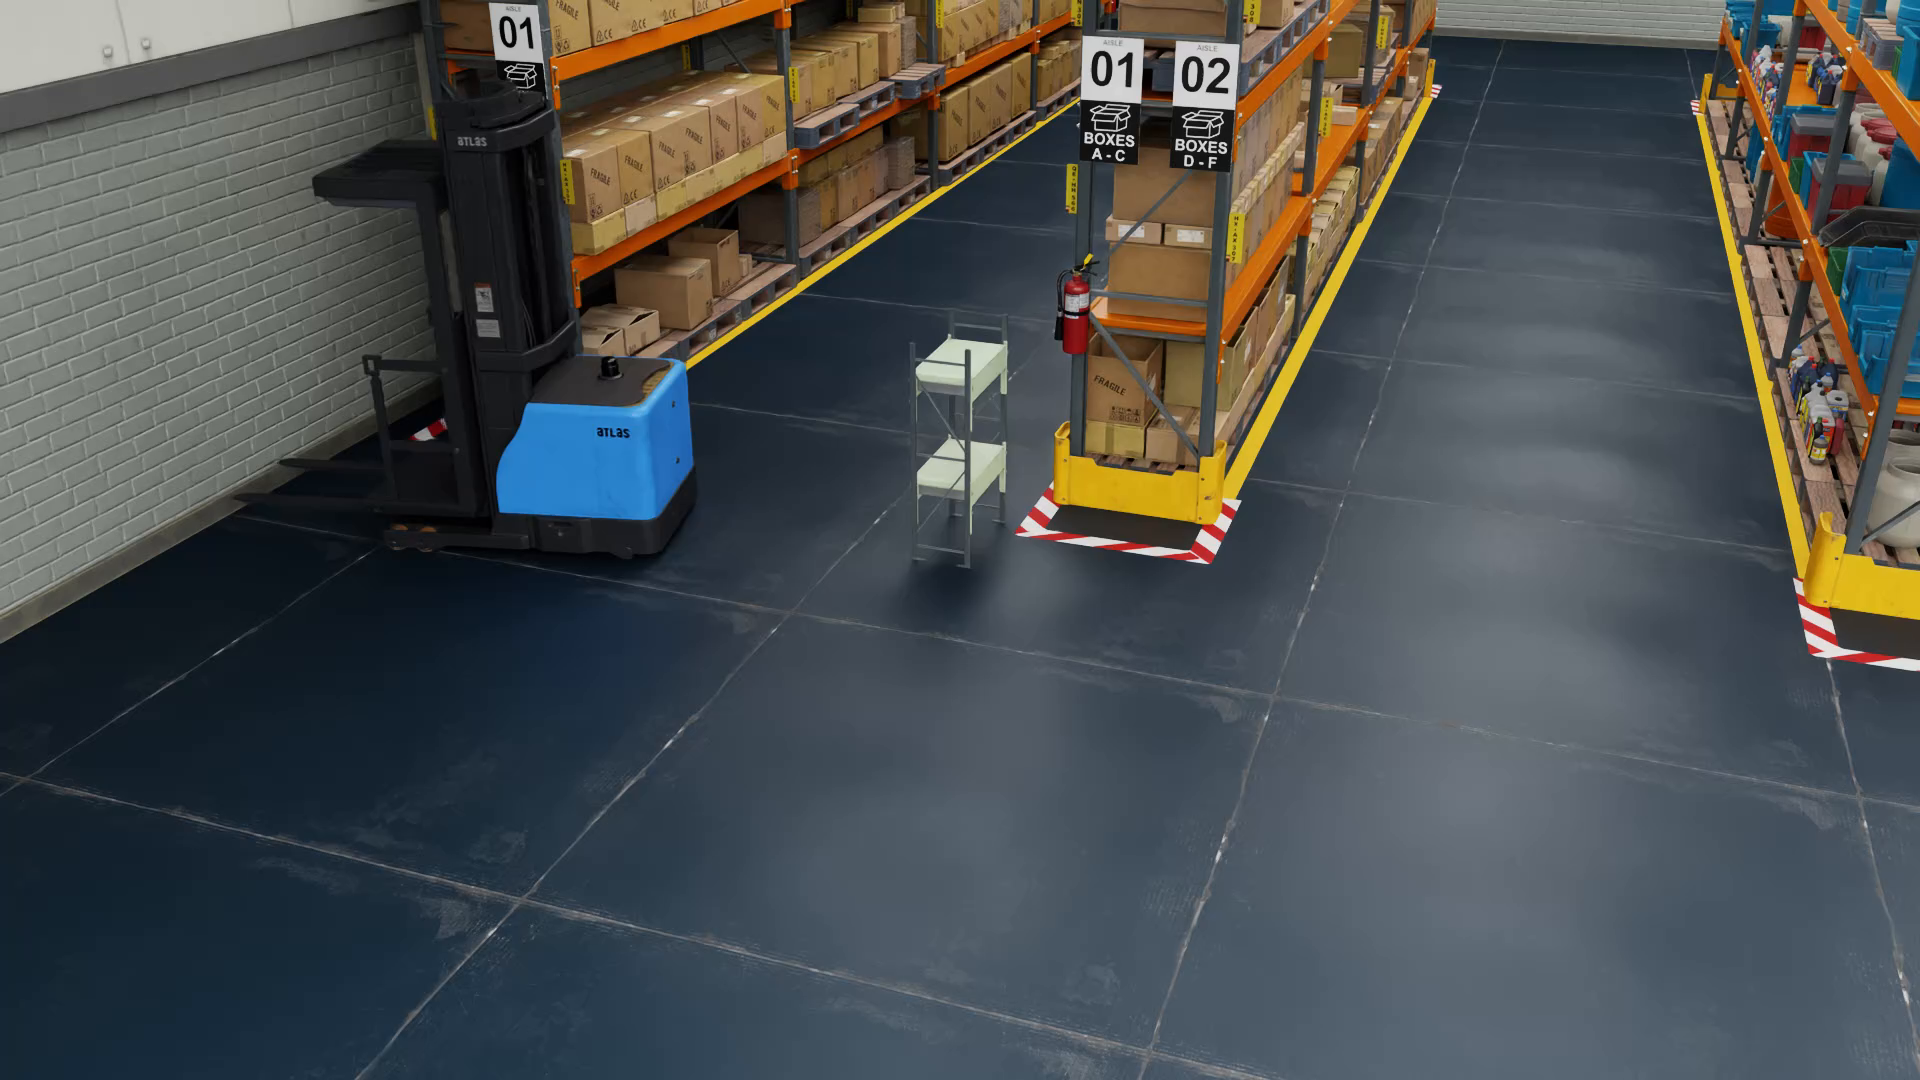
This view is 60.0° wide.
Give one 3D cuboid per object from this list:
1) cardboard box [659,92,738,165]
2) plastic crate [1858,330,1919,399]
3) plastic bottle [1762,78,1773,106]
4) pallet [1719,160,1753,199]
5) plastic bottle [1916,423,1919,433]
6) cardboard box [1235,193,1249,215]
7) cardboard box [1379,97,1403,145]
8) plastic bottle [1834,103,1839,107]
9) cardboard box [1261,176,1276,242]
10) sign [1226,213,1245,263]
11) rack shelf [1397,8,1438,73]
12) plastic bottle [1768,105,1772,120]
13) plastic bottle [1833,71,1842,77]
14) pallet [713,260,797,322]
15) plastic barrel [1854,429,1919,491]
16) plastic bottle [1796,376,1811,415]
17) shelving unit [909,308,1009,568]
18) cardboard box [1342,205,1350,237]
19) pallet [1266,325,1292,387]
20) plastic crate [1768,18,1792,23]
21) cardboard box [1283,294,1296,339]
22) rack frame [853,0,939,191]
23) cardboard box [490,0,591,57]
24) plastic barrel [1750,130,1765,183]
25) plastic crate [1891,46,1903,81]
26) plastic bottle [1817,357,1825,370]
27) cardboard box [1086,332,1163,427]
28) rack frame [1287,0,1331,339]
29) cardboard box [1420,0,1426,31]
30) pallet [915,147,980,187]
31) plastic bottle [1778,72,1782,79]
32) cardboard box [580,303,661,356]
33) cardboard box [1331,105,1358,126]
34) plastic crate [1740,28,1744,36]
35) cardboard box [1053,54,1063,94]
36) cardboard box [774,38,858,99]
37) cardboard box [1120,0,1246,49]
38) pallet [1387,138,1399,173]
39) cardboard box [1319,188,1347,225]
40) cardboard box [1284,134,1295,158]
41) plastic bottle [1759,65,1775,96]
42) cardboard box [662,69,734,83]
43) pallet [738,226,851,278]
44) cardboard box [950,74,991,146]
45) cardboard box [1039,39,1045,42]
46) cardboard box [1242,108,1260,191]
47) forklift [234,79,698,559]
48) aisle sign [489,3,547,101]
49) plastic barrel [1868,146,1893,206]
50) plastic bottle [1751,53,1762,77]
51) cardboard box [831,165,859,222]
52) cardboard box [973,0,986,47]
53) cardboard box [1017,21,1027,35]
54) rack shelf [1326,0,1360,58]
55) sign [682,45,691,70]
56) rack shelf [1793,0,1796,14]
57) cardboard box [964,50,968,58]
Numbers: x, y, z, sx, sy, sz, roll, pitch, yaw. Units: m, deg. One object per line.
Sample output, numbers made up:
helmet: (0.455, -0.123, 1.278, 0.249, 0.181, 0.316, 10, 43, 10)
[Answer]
cardboard box: (-2.285, -3.601, 14.534, 0.500, 0.500, 0.500, 8, 27, 16)
plastic crate: (5.815, -1.074, 10.197, 0.499, 0.251, 0.616, 9, 27, 17)
plastic bottle: (8.705, -4.825, 17.907, 0.061, 0.283, 0.133, 9, 27, 17)
pallet: (9.627, -4.257, 19.801, 1.003, 0.211, 1.213, 9, 27, 17)
plastic bottle: (7.042, -0.827, 12.142, 0.097, 0.271, 0.097, 0, 26, 0)
cardboard box: (1.850, -2.394, 11.892, 0.380, 0.149, 0.250, 8, 27, 17)
cardboard box: (5.360, -5.372, 21.266, 0.500, 0.500, 0.500, 9, 27, 17)
plastic bottle: (9.071, -4.422, 17.168, 0.097, 0.201, 0.097, 0, 26, 0)
cardboard box: (2.110, -2.694, 13.258, 0.700, 0.500, 0.500, 9, 27, 18)
sign: (1.782, -1.954, 10.760, 0.100, 0.325, 0.005, 9, 27, 17)
rack shelf: (5.919, -7.041, 23.177, 1.077, 0.370, 4.000, 9, 27, 17)
plastic bottle: (8.457, -4.458, 17.243, 0.097, 0.201, 0.097, 0, 26, 0)
plastic bottle: (9.686, -5.051, 18.382, 0.152, 0.276, 0.135, 9, 27, 17)
pallet: (-2.271, -2.436, 16.040, 1.003, 0.211, 1.213, 9, 27, 17)
plastic barrel: (6.244, -0.449, 11.108, 0.421, 0.512, 0.421, 0, 26, 0)
plastic bottle: (6.444, -1.100, 12.693, 0.061, 0.283, 0.133, 10, 28, 20)
shelving unit: (-0.002, -0.672, 10.917, 0.431, 1.500, 0.755, 9, 27, 17)
cardboard box: (3.809, -3.387, 17.477, 0.500, 0.250, 0.500, 8, 27, 17)
pallet: (2.287, -1.680, 14.477, 1.003, 0.211, 1.213, 9, 27, 17)
plastic crate: (11.044, -6.897, 22.287, 0.396, 0.136, 0.243, 9, 27, 17)
cardboard box: (2.643, -1.985, 14.581, 0.500, 0.250, 0.500, 9, 27, 17)
rack frame: (-0.750, -5.616, 19.408, 1.000, 3.000, 0.127, 9, 27, 17)
cardboard box: (-3.065, -3.834, 12.147, 0.500, 0.500, 0.500, 9, 27, 19)
plastic barrel: (9.491, -4.556, 19.144, 0.600, 0.901, 0.708, 9, 27, 17)
plastic crate: (6.479, -3.182, 11.180, 0.336, 0.188, 0.450, 9, 27, 17)
plastic bottle: (6.761, -1.292, 13.088, 0.061, 0.283, 0.133, 9, 27, 17)
cardboard box: (1.158, -1.164, 12.026, 0.500, 0.500, 0.500, 9, 27, 17)
rack frame: (2.591, -3.256, 14.532, 1.000, 3.000, 0.127, 9, 27, 17)
cardboard box: (6.016, -7.174, 22.511, 0.500, 0.500, 0.500, 9, 27, 17)
pallet: (-0.417, -4.674, 20.662, 1.003, 0.211, 1.213, 9, 27, 17)
plastic bottle: (9.032, -5.010, 18.303, 0.097, 0.271, 0.097, 0, 26, 0)
cardboard box: (-2.907, -1.822, 14.152, 0.500, 0.311, 0.500, 11, 28, 22)
cardboard box: (3.884, -4.377, 17.136, 0.380, 0.149, 0.250, 9, 27, 17)
plastic crate: (10.219, -6.491, 21.448, 0.293, 0.136, 0.466, 9, 27, 17)
cardboard box: (1.097, -6.823, 24.285, 0.700, 0.500, 0.500, 8, 27, 17)
cardboard box: (-1.497, -4.924, 17.357, 0.700, 0.500, 0.500, 13, 29, 24)
cardboard box: (1.456, -3.496, 10.825, 0.797, 0.503, 0.637, 11, 28, 21)
pallet: (5.019, -4.948, 21.228, 1.003, 0.211, 1.213, 9, 27, 17)
cardboard box: (3.643, -3.431, 16.924, 0.500, 0.311, 0.500, 9, 27, 17)
cardboard box: (2.534, -3.241, 13.642, 0.380, 0.149, 0.250, 8, 27, 16)
plastic bottle: (8.903, -5.045, 18.285, 0.144, 0.351, 0.185, 9, 27, 17)
cardboard box: (-2.435, -4.089, 15.541, 0.500, 0.500, 0.500, 8, 27, 16)
pallet: (-1.824, -3.038, 17.282, 1.003, 0.211, 1.213, 9, 27, 17)
cardboard box: (-0.084, -5.480, 21.111, 0.750, 0.750, 0.750, 9, 27, 17)
cardboard box: (1.036, -7.307, 24.541, 0.380, 0.149, 0.250, 9, 27, 18)
cardboard box: (1.782, -2.877, 12.146, 0.700, 0.500, 0.500, 9, 27, 18)
forklift: (-3.406, -1.464, 10.911, 3.031, 2.935, 1.130, 3, 26, 7)
aisle sign: (-3.153, -3.426, 11.900, 0.394, 0.787, 0.004, 9, 27, 17)
plastic barrel: (7.786, -2.958, 13.762, 0.433, 0.535, 0.433, 0, 26, 0)
plastic bottle: (9.301, -5.532, 19.381, 0.097, 0.271, 0.097, 0, 26, 0)
cardboard box: (-1.519, -3.774, 17.966, 0.700, 0.500, 0.500, 9, 27, 18)
cardboard box: (0.002, -6.384, 20.515, 0.500, 0.500, 0.500, 9, 27, 17)
cardboard box: (0.674, -6.869, 22.260, 0.380, 0.149, 0.250, 9, 27, 18)
rack shelf: (3.257, -5.104, 15.733, 1.077, 0.370, 4.000, 9, 27, 17)
sign: (-2.606, -4.573, 15.924, 0.100, 0.325, 0.005, 9, 27, 17)
rack shelf: (9.258, -6.028, 17.641, 1.077, 0.370, 4.000, 9, 27, 17)
cardboard box: (-0.116, -6.042, 20.553, 0.380, 0.149, 0.250, 9, 27, 19)
